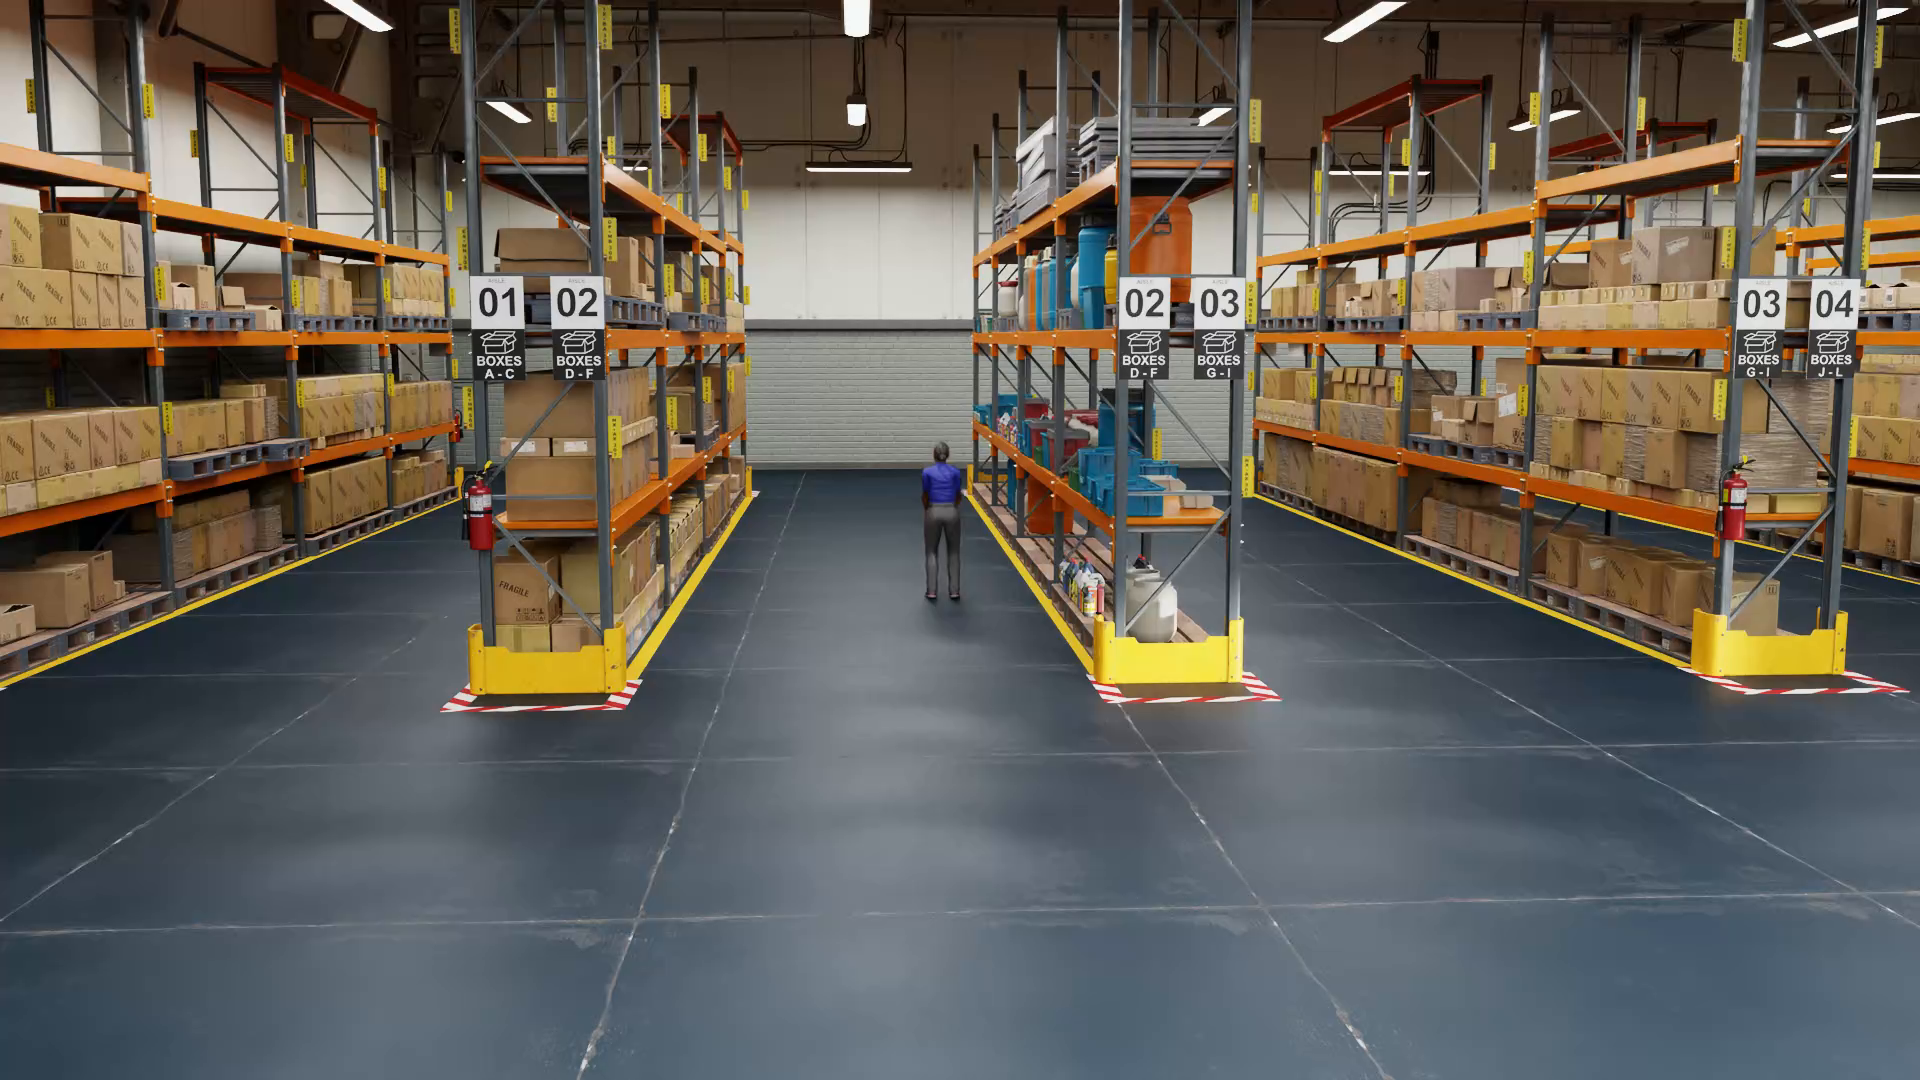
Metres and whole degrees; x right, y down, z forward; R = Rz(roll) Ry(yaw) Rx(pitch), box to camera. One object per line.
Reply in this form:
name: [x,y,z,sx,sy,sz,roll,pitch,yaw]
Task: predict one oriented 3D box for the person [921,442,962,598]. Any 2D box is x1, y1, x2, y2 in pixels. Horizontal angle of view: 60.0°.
person: [-0.197,-0.219,17.605,0.435,1.656,0.505,-1,7,-4]
